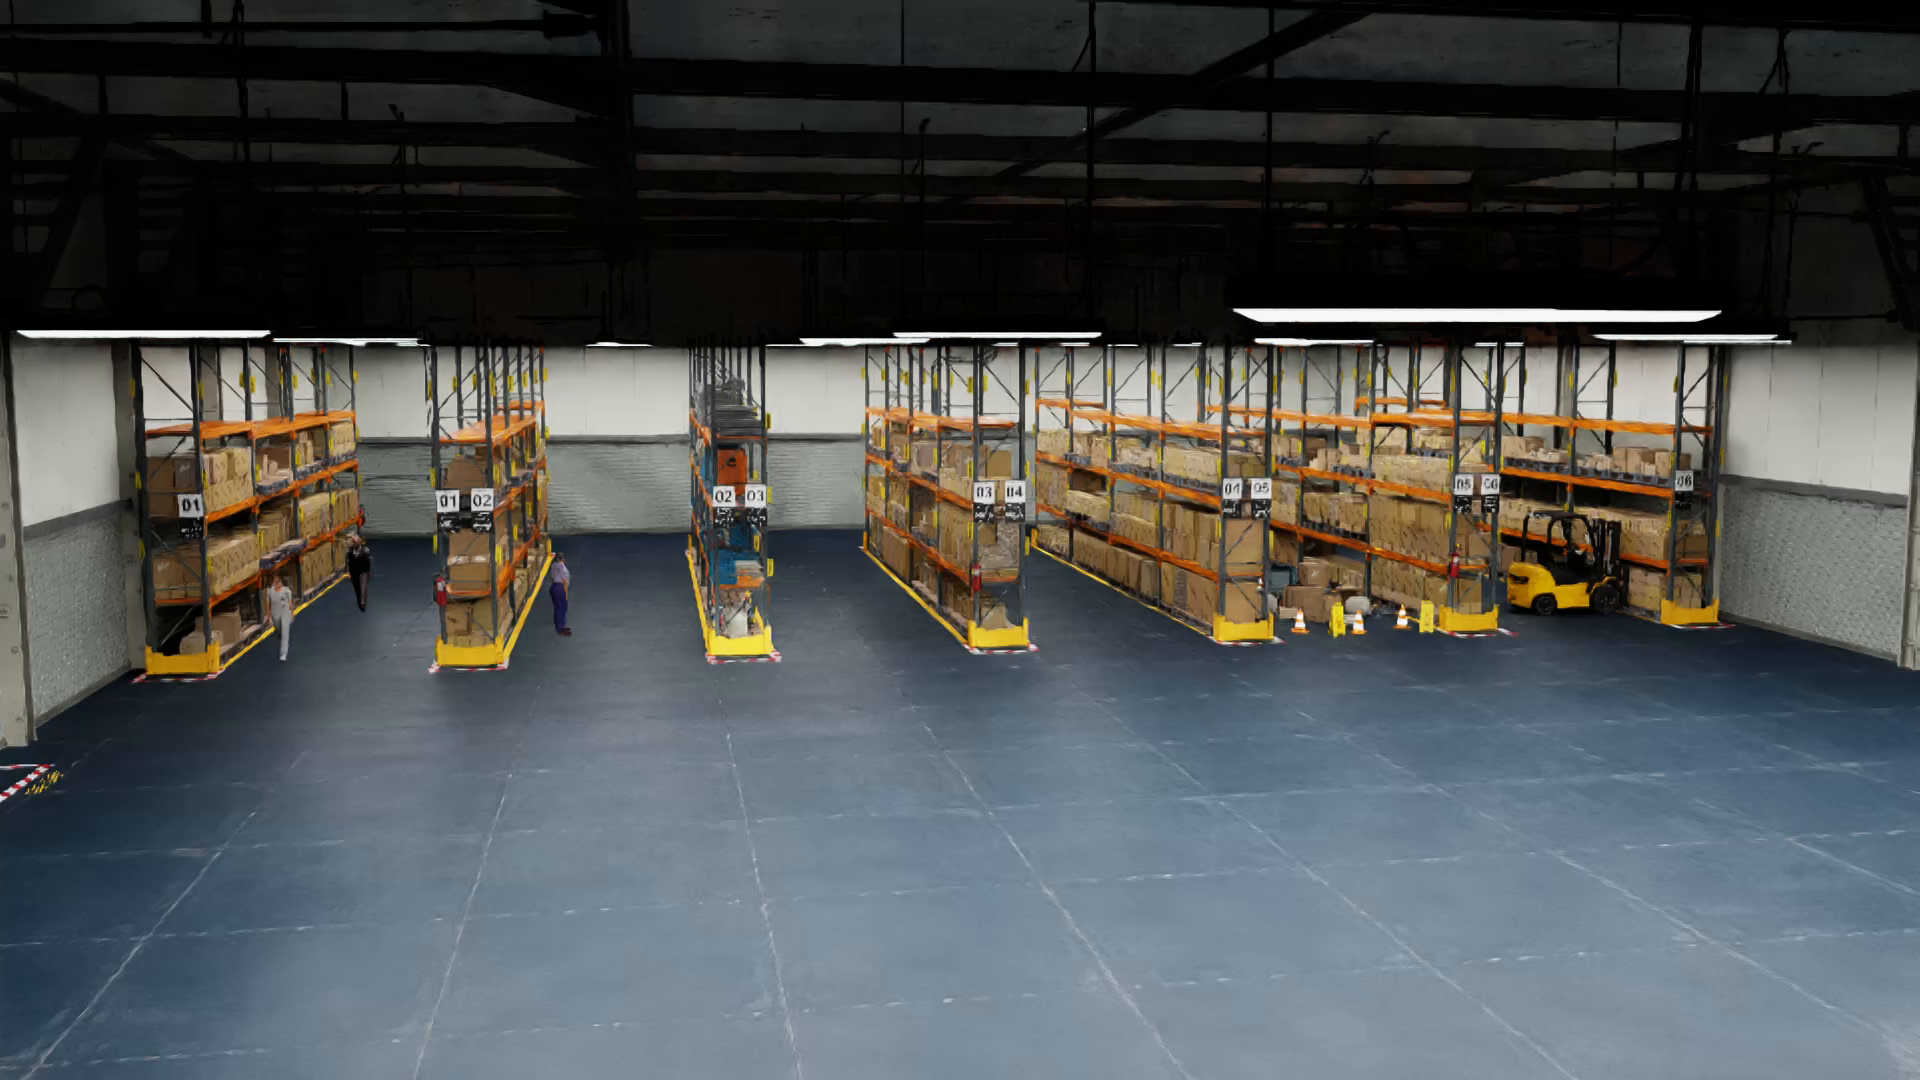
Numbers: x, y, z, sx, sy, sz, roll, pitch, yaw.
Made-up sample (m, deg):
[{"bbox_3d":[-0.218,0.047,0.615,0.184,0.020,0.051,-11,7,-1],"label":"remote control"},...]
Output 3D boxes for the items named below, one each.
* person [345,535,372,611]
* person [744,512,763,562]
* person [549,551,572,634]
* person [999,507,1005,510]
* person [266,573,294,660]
[{"bbox_3d":[-13.277,0.699,36.657,0.543,1.648,1.115,-1,7,-8],"label":"person"},{"bbox_3d":[-5.554,-0.232,44.751,0.706,1.662,0.843,-3,7,-28],"label":"person"},{"bbox_3d":[-8.049,1.057,33.605,0.429,1.642,0.533,-6,9,-41],"label":"person"},{"bbox_3d":[1.286,-1.167,52.365,0.533,1.771,0.749,-6,9,-43],"label":"person"},{"bbox_3d":[-12.620,1.391,30.826,0.446,1.590,1.110,-1,7,-8],"label":"person"}]
